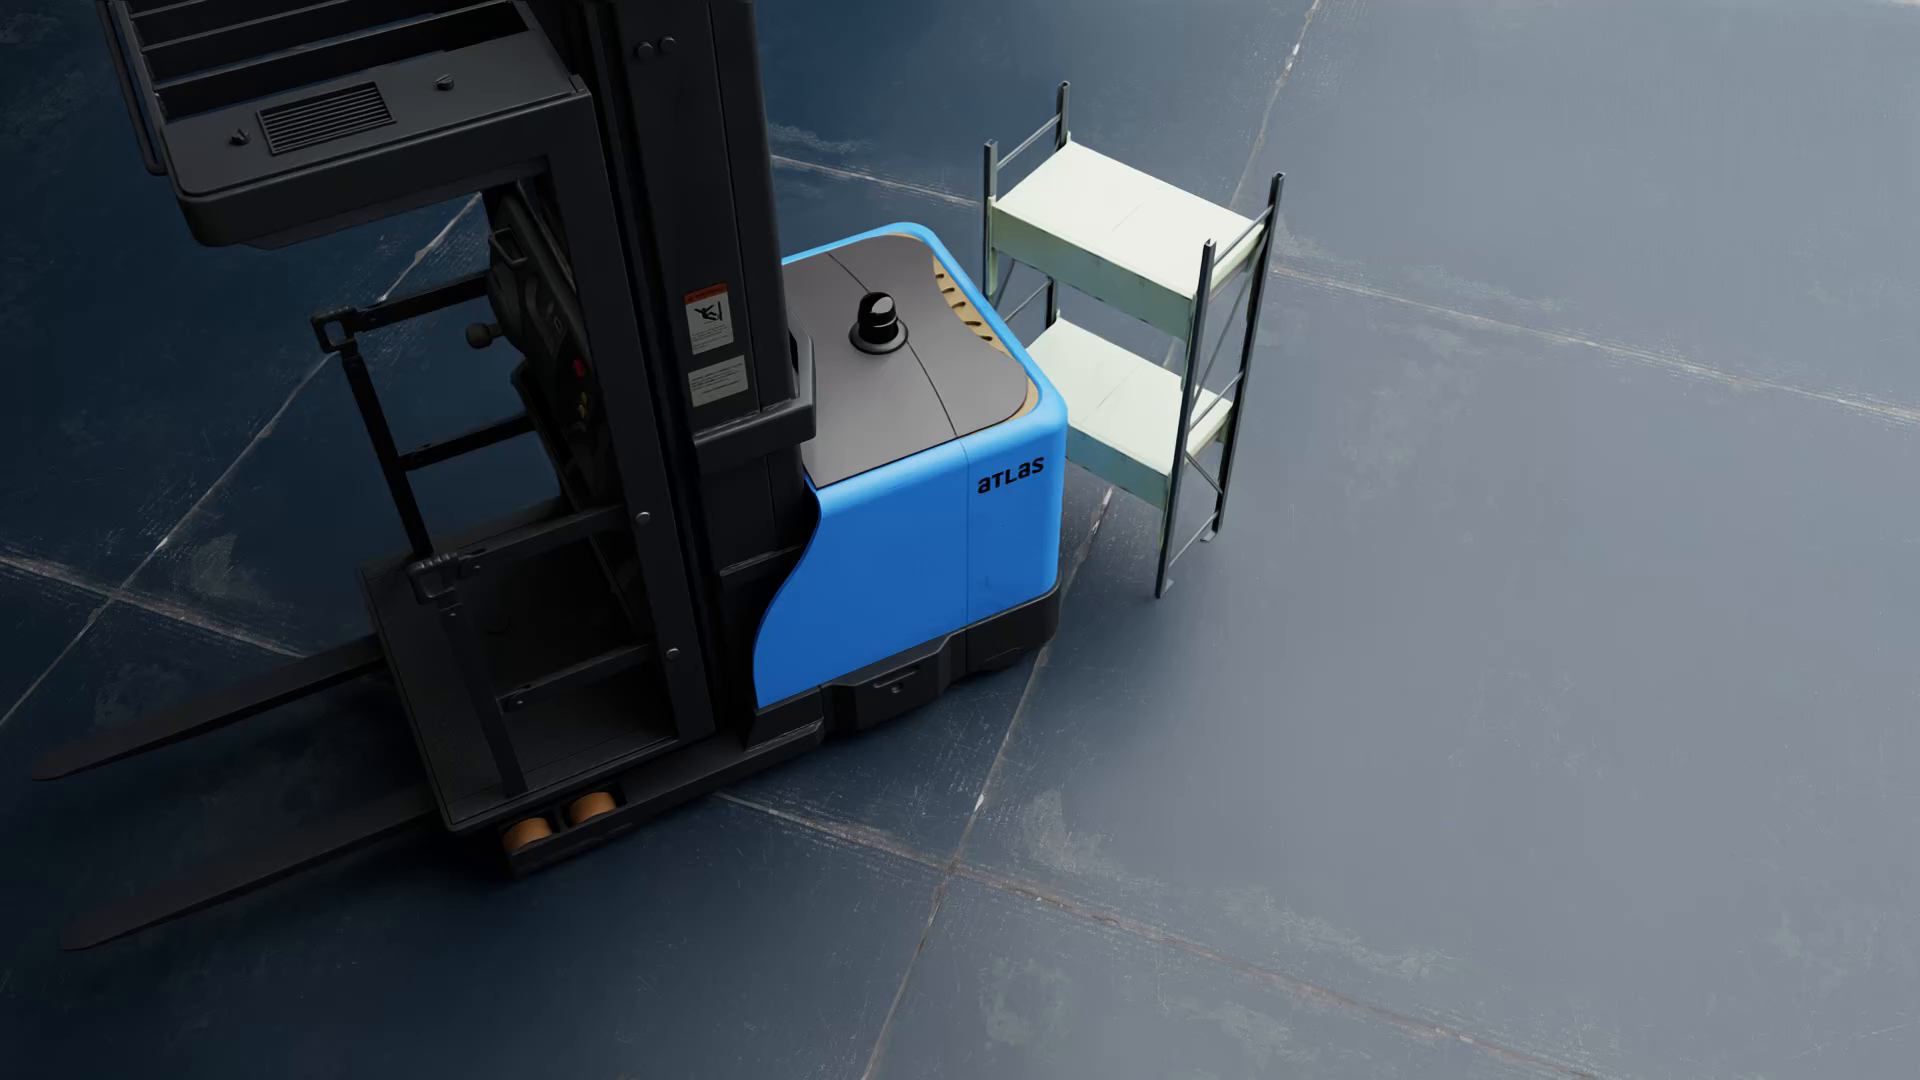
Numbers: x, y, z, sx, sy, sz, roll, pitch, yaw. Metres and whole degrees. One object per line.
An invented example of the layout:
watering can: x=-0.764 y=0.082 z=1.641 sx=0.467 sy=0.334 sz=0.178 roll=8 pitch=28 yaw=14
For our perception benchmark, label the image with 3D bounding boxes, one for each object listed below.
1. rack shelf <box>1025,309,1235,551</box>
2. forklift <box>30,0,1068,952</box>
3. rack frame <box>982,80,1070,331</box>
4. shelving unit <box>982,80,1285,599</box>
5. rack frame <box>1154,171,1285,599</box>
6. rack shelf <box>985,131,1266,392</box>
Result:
rack shelf: x=0.490 y=-0.371 z=5.511 sx=0.720 sy=0.370 sz=0.431 roll=30 pitch=55 yaw=23
forklift: x=-1.230 y=-0.446 z=4.197 sx=3.031 sy=2.935 sz=1.130 roll=-21 pitch=52 yaw=-17
rack frame: x=0.199 y=-0.752 z=5.409 sx=0.023 sy=1.500 sz=0.400 roll=30 pitch=55 yaw=23
shelving unit: x=0.490 y=-0.585 z=5.264 sx=0.755 sy=1.500 sz=0.431 roll=30 pitch=55 yaw=23
rack frame: x=0.782 y=-0.418 z=5.119 sx=0.023 sy=1.500 sz=0.400 roll=30 pitch=55 yaw=23
rack shelf: x=0.490 y=-0.840 z=4.969 sx=0.720 sy=0.370 sz=0.431 roll=30 pitch=55 yaw=23
